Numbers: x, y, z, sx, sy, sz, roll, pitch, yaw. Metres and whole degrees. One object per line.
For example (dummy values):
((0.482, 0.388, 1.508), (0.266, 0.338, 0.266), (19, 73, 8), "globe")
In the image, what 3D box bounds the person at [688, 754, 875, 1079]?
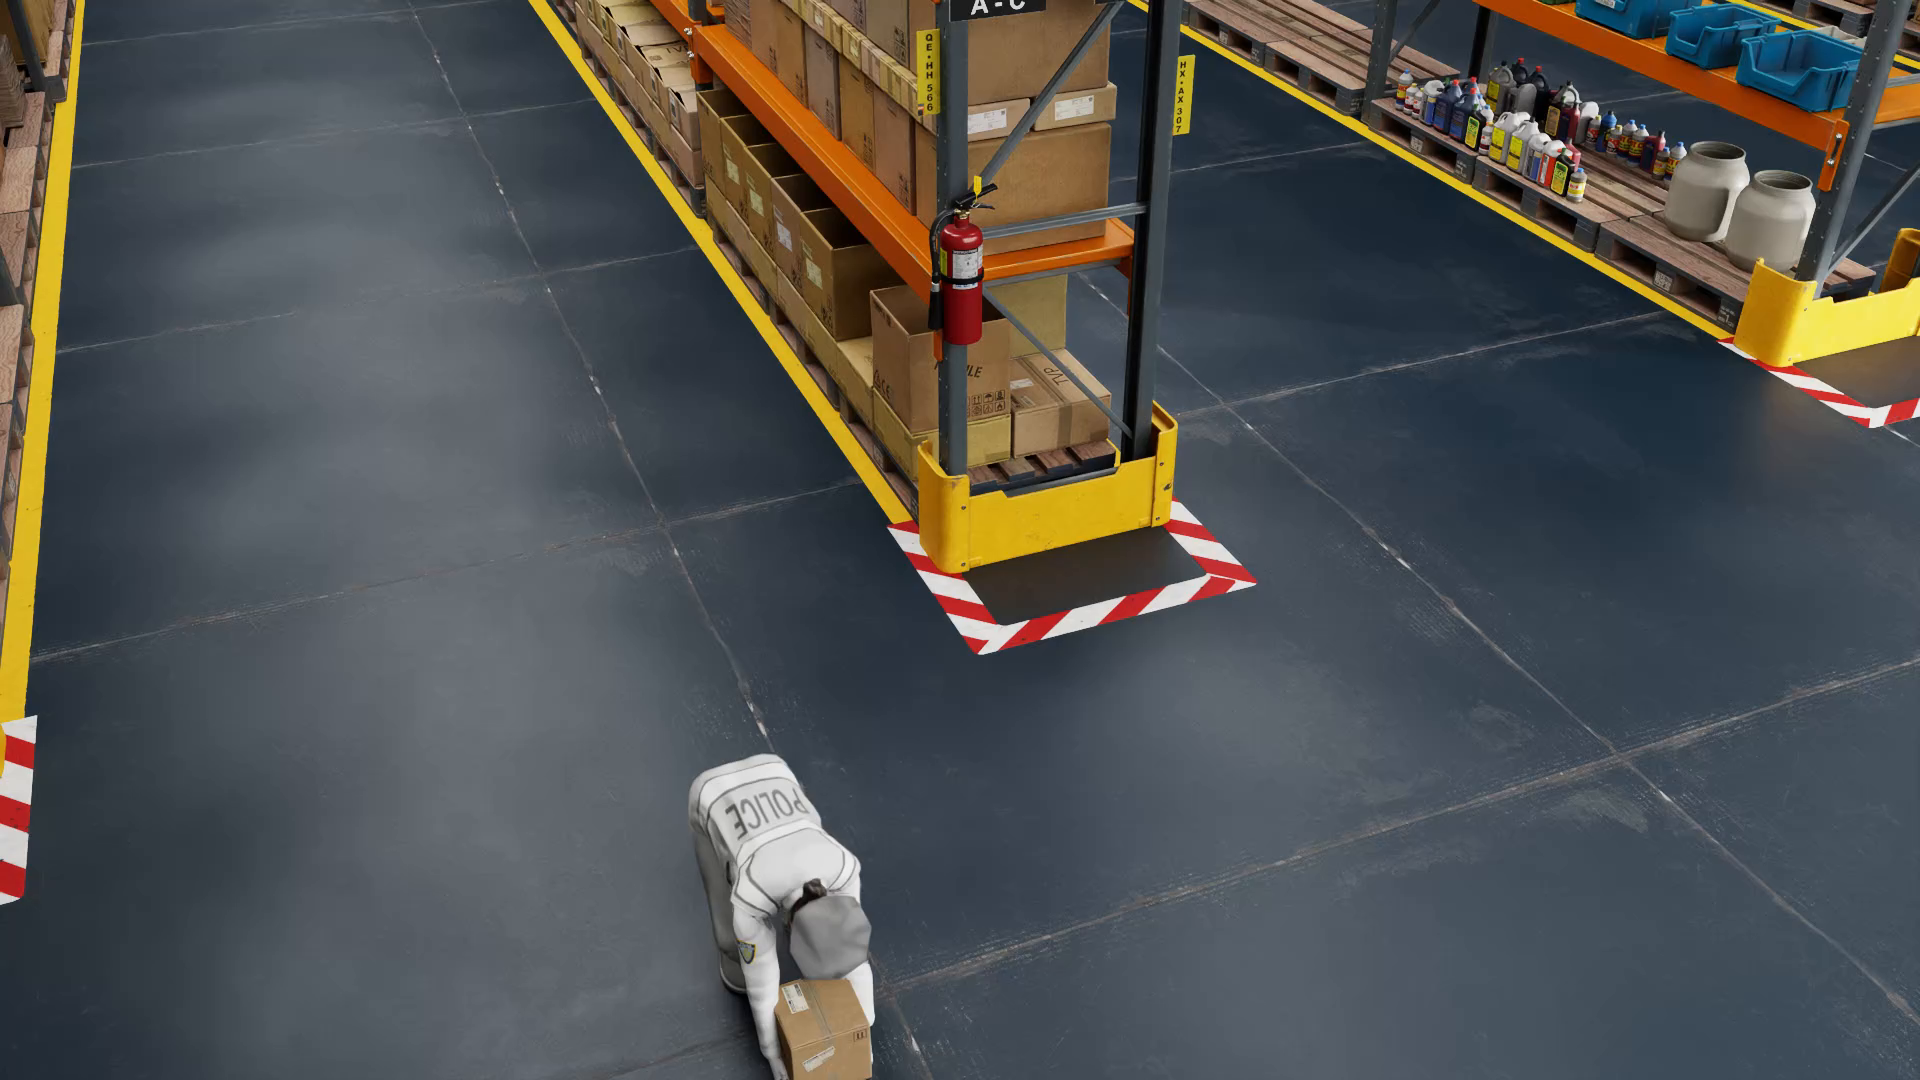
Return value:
((-0.554, 1.168, 5.231), (0.459, 0.760, 0.914), (-14, 36, -20), "person")
